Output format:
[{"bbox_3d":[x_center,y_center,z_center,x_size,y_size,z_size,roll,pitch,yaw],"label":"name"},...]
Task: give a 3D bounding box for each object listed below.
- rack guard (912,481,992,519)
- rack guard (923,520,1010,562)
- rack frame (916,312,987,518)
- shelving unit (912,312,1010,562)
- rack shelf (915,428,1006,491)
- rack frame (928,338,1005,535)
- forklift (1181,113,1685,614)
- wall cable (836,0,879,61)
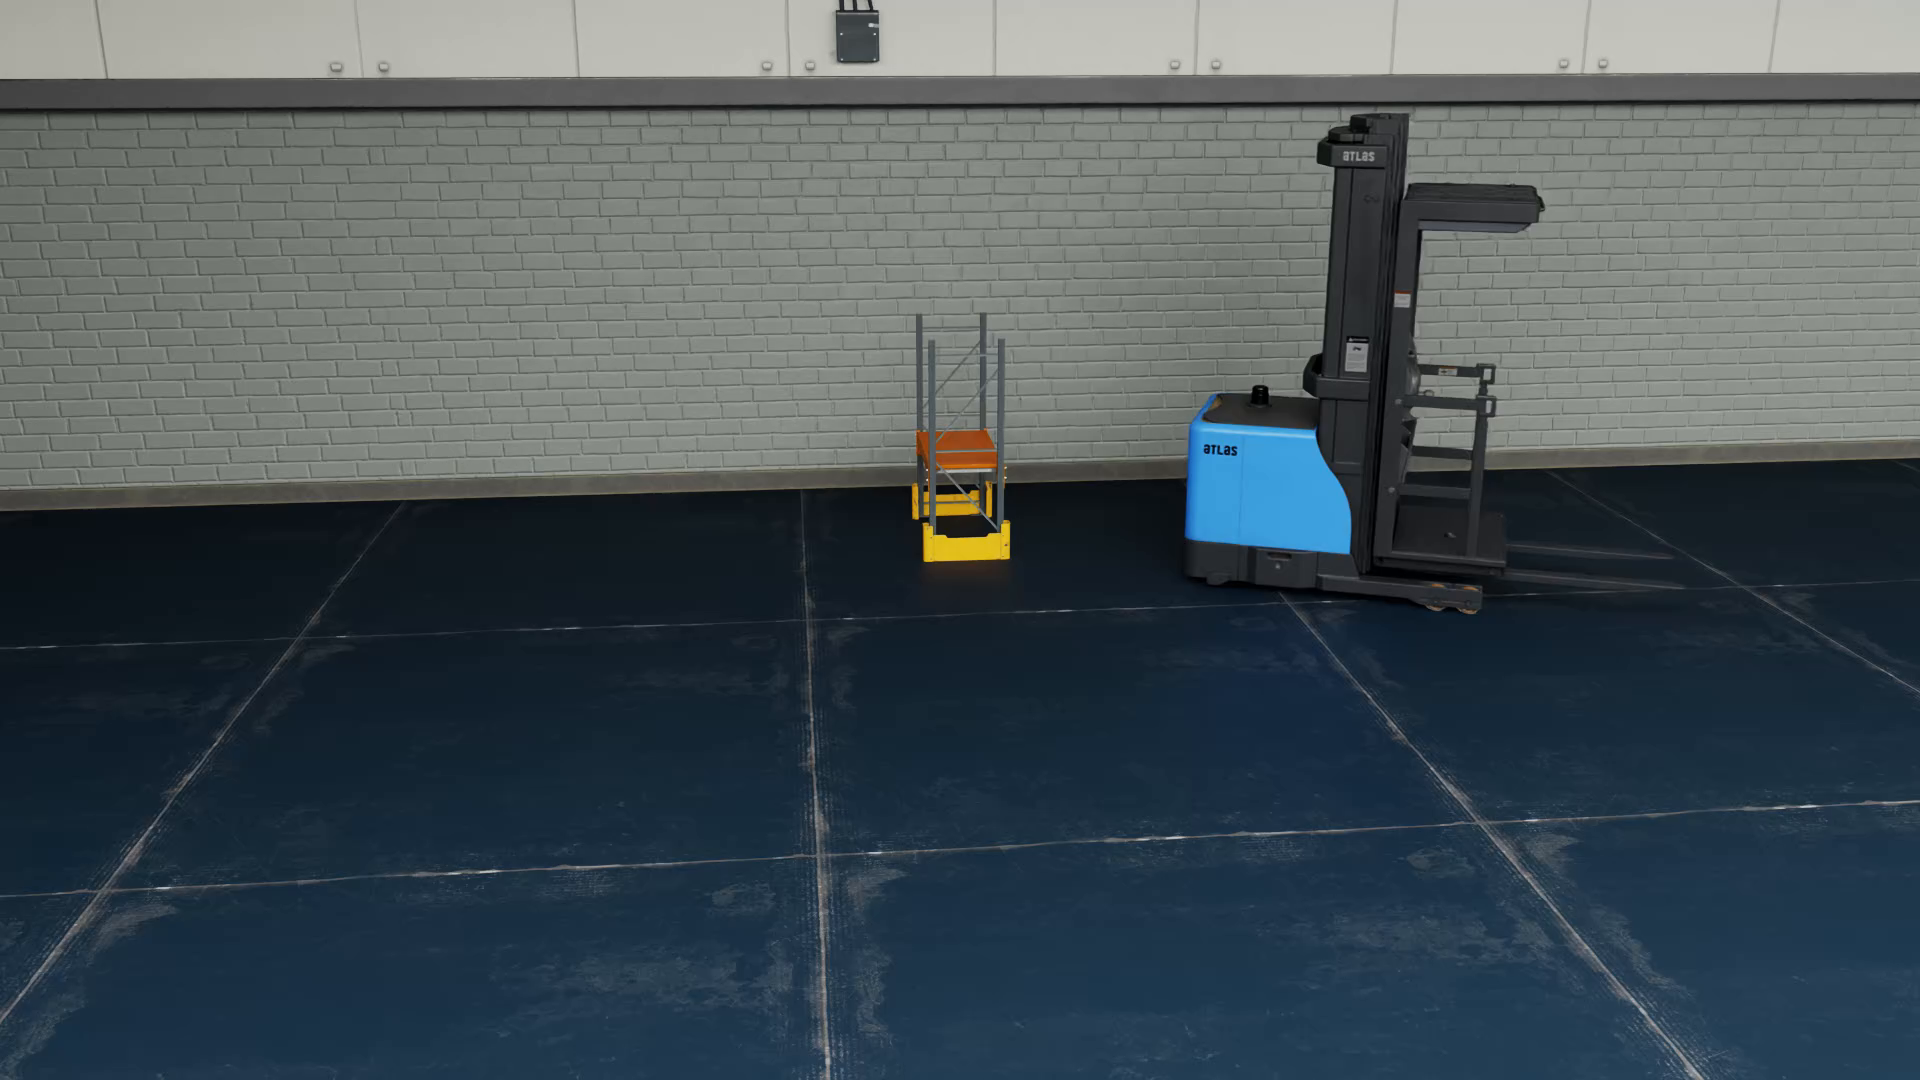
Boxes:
[{"bbox_3d":[-0.059,-0.290,12.185,0.587,0.250,0.087,-2,18,-6],"label":"rack guard"},{"bbox_3d":[0.044,0.006,11.239,0.587,0.250,0.087,-2,18,-6],"label":"rack guard"},{"bbox_3d":[-0.061,-0.892,12.016,0.500,1.500,0.032,-2,18,-6],"label":"rack frame"},{"bbox_3d":[-0.008,-0.738,11.525,0.587,1.500,1.083,-2,18,-6],"label":"shelving unit"},{"bbox_3d":[-0.009,-0.569,11.587,0.538,0.185,1.000,-2,18,-6],"label":"rack shelf"},{"bbox_3d":[0.044,-0.590,11.051,0.500,1.500,0.032,-2,18,-6],"label":"rack frame"},{"bbox_3d":[3.008,-1.121,10.354,3.031,2.935,1.130,5,18,16],"label":"forklift"},{"bbox_3d":[0.261,-6.347,11.194,2.305,6.003,0.169,-2,18,-6],"label":"wall cable"}]
